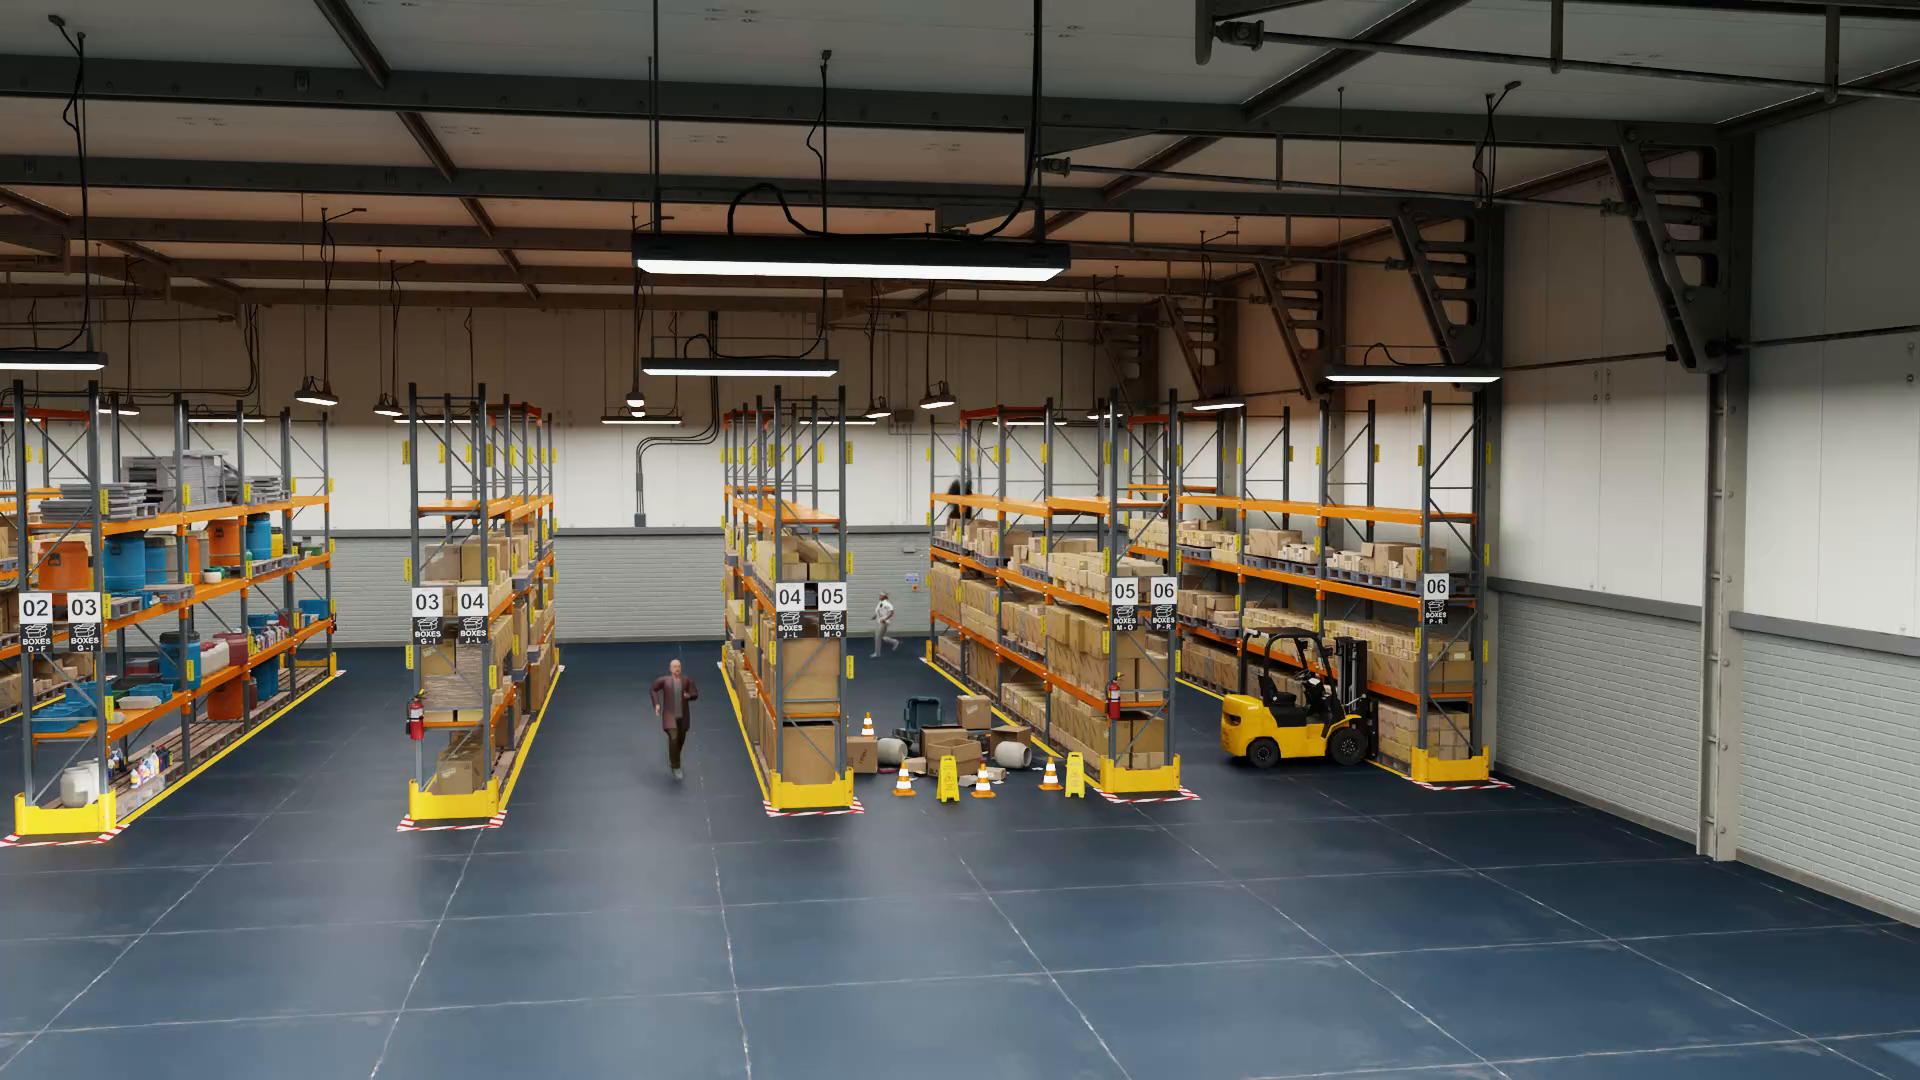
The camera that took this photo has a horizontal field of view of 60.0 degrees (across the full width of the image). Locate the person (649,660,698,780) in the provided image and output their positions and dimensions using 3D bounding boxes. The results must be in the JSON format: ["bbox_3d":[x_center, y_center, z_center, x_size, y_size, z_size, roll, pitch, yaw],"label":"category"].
[{"bbox_3d":[-4.446,2.772,26.013,0.687,1.808,0.988,-2,3,-28],"label":"person"}]

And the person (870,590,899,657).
[{"bbox_3d":[-1.867,2.080,41.467,0.791,1.692,0.578,-1,3,-20],"label":"person"}]

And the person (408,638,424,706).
[{"bbox_3d":[-10.760,2.466,33.391,0.694,1.729,0.678,0,3,-2],"label":"person"}]
